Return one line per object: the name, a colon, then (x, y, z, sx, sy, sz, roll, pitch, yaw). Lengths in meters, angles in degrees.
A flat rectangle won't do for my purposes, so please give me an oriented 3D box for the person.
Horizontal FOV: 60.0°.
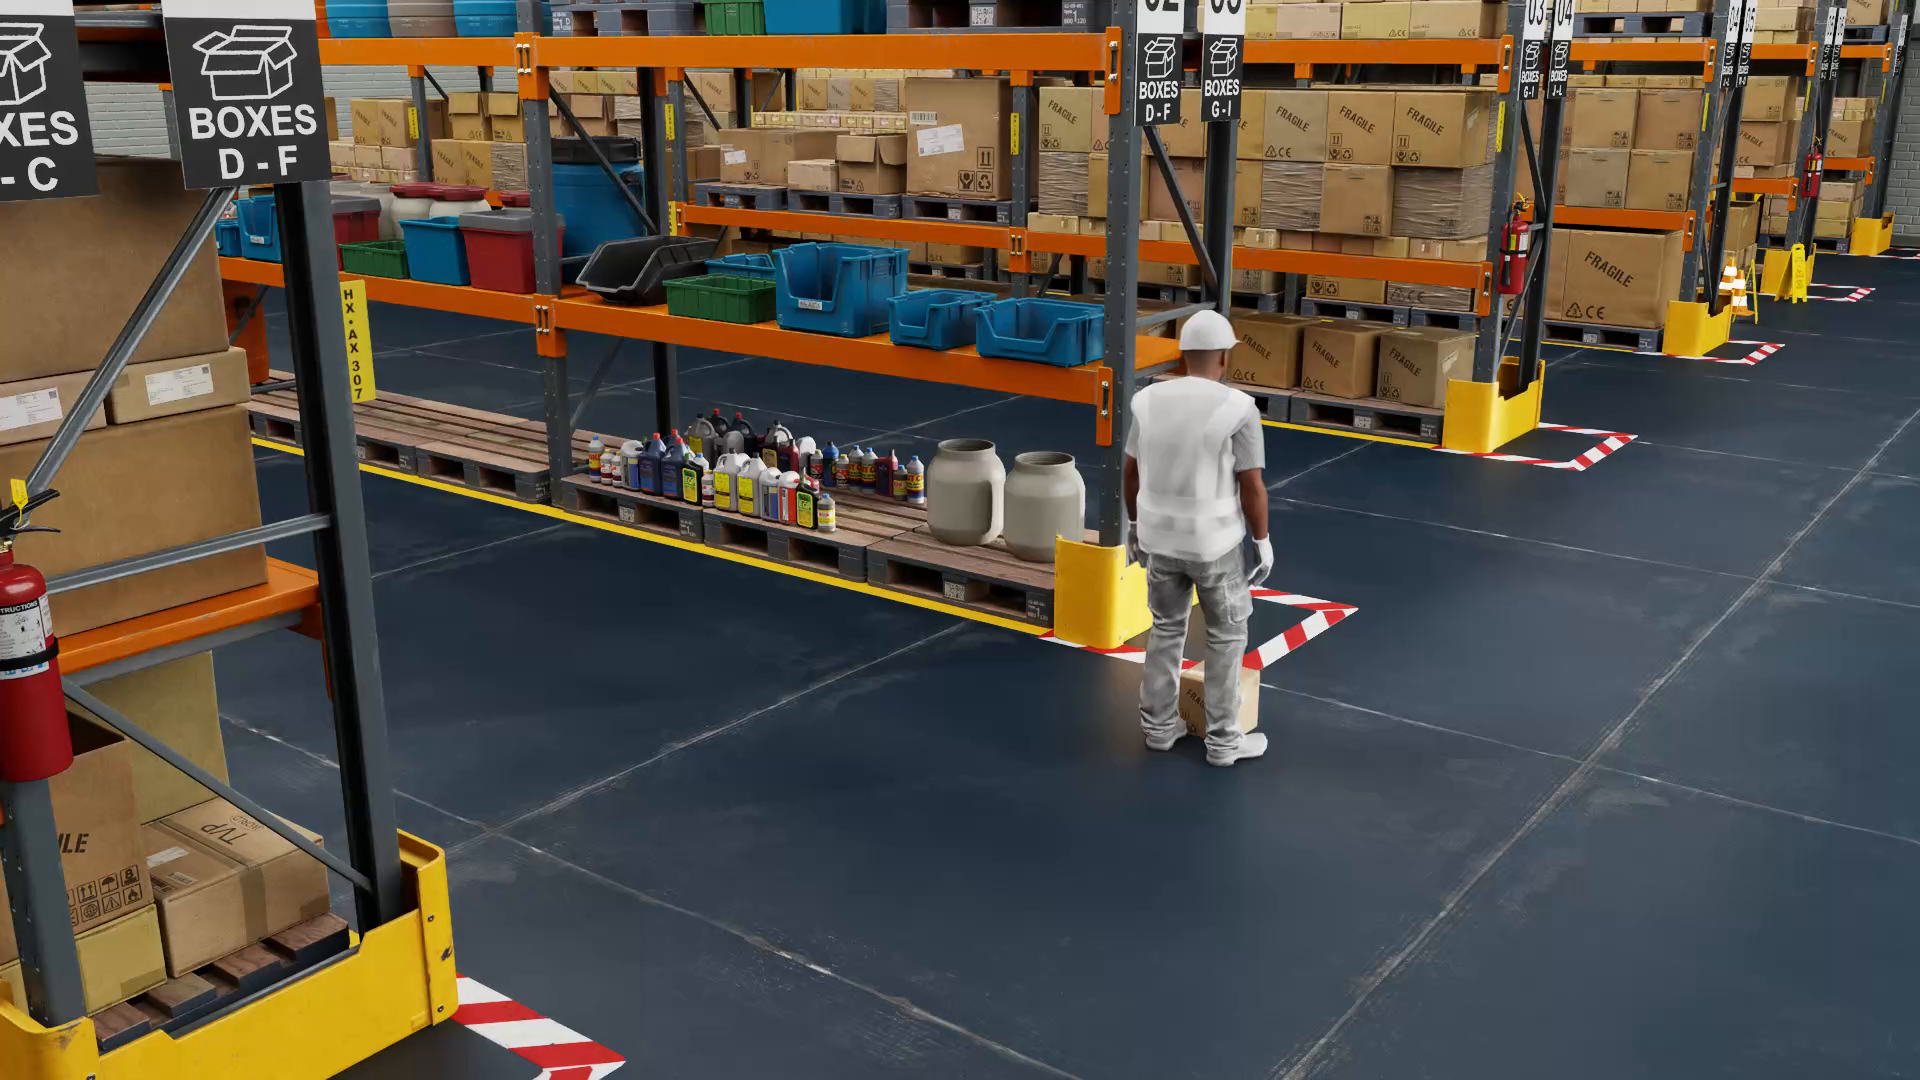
person: (0.933, -0.007, 6.542, 0.622, 1.773, 0.450, 11, 20, 34)
